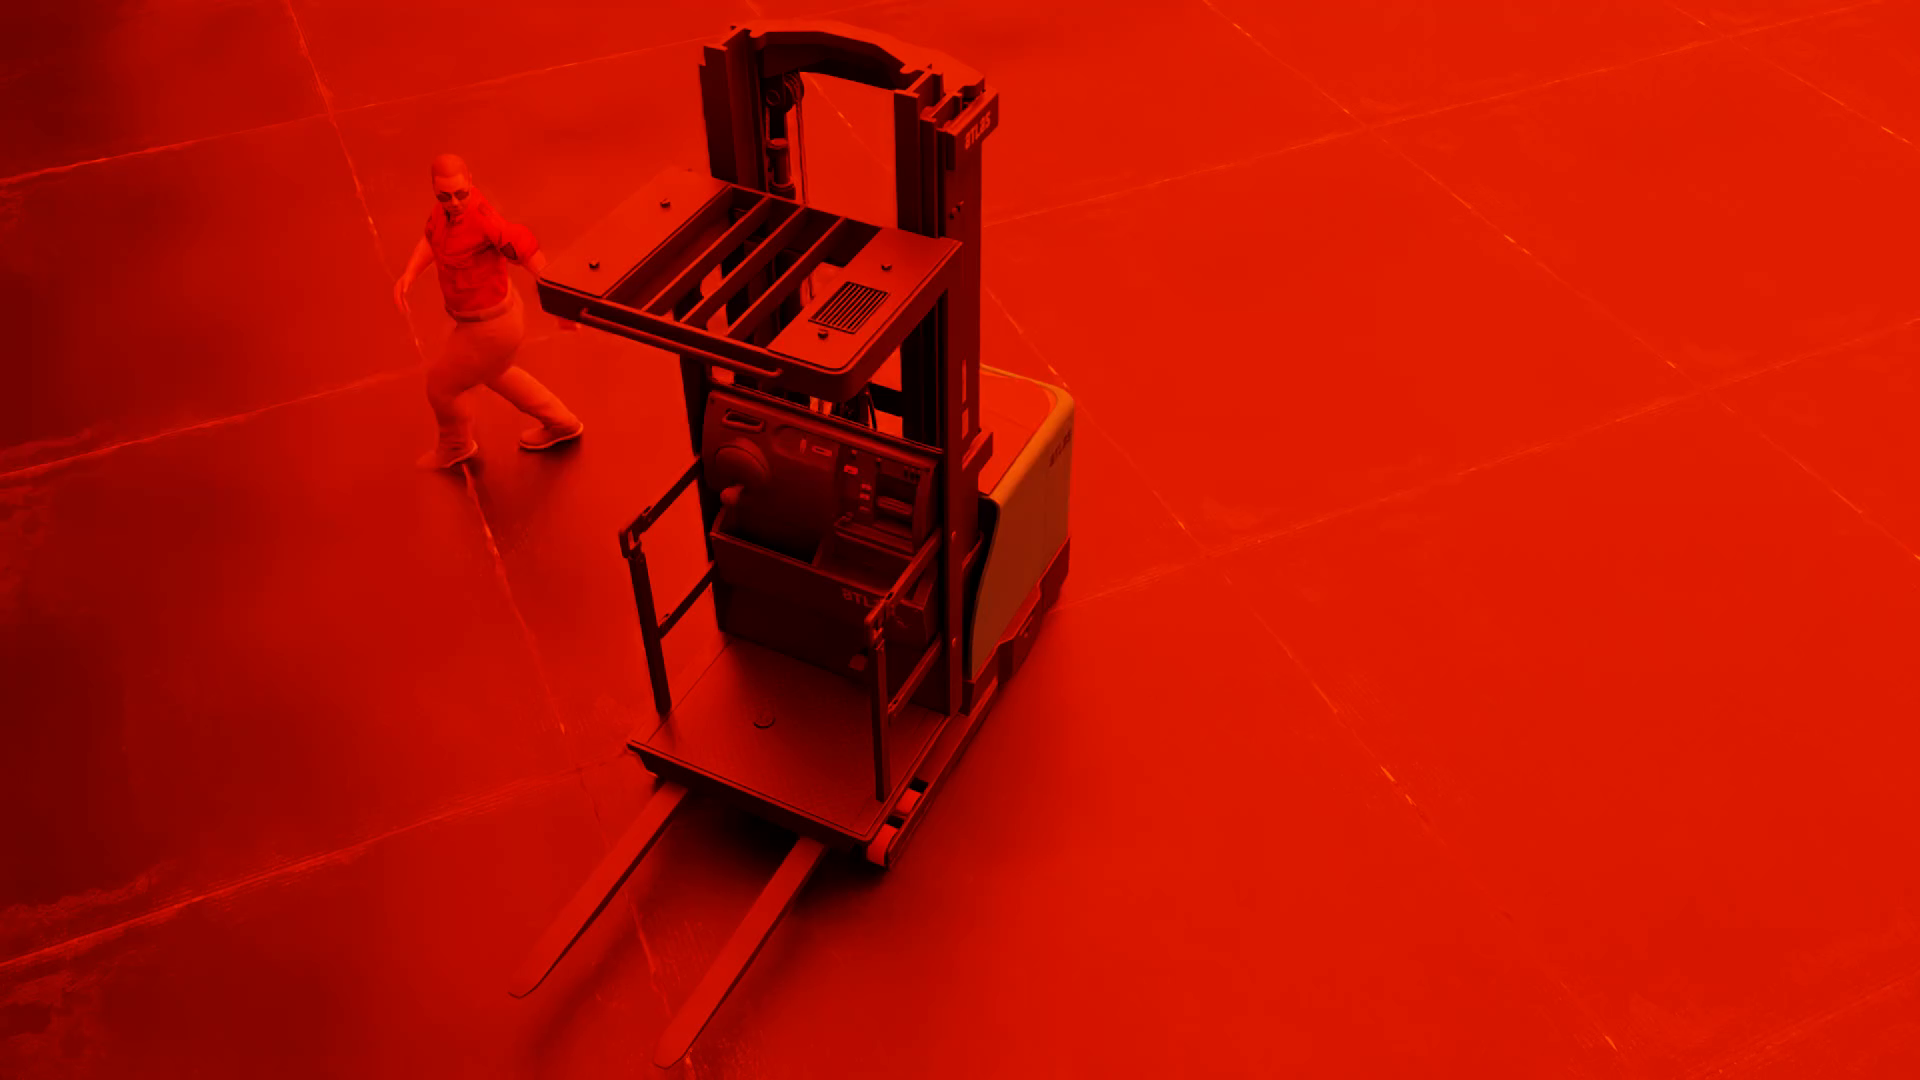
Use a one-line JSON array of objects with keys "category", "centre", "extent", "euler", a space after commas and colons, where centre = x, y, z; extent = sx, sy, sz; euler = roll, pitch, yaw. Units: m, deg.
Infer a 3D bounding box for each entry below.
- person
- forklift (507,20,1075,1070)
[{"category": "person", "centre": [-2.240, -1.048, 7.771], "extent": [0.957, 1.689, 0.564], "euler": [-9, 44, -10]}, {"category": "forklift", "centre": [-0.612, -0.153, 5.844], "extent": [1.130, 2.935, 3.031], "euler": [19, 46, 19]}]
